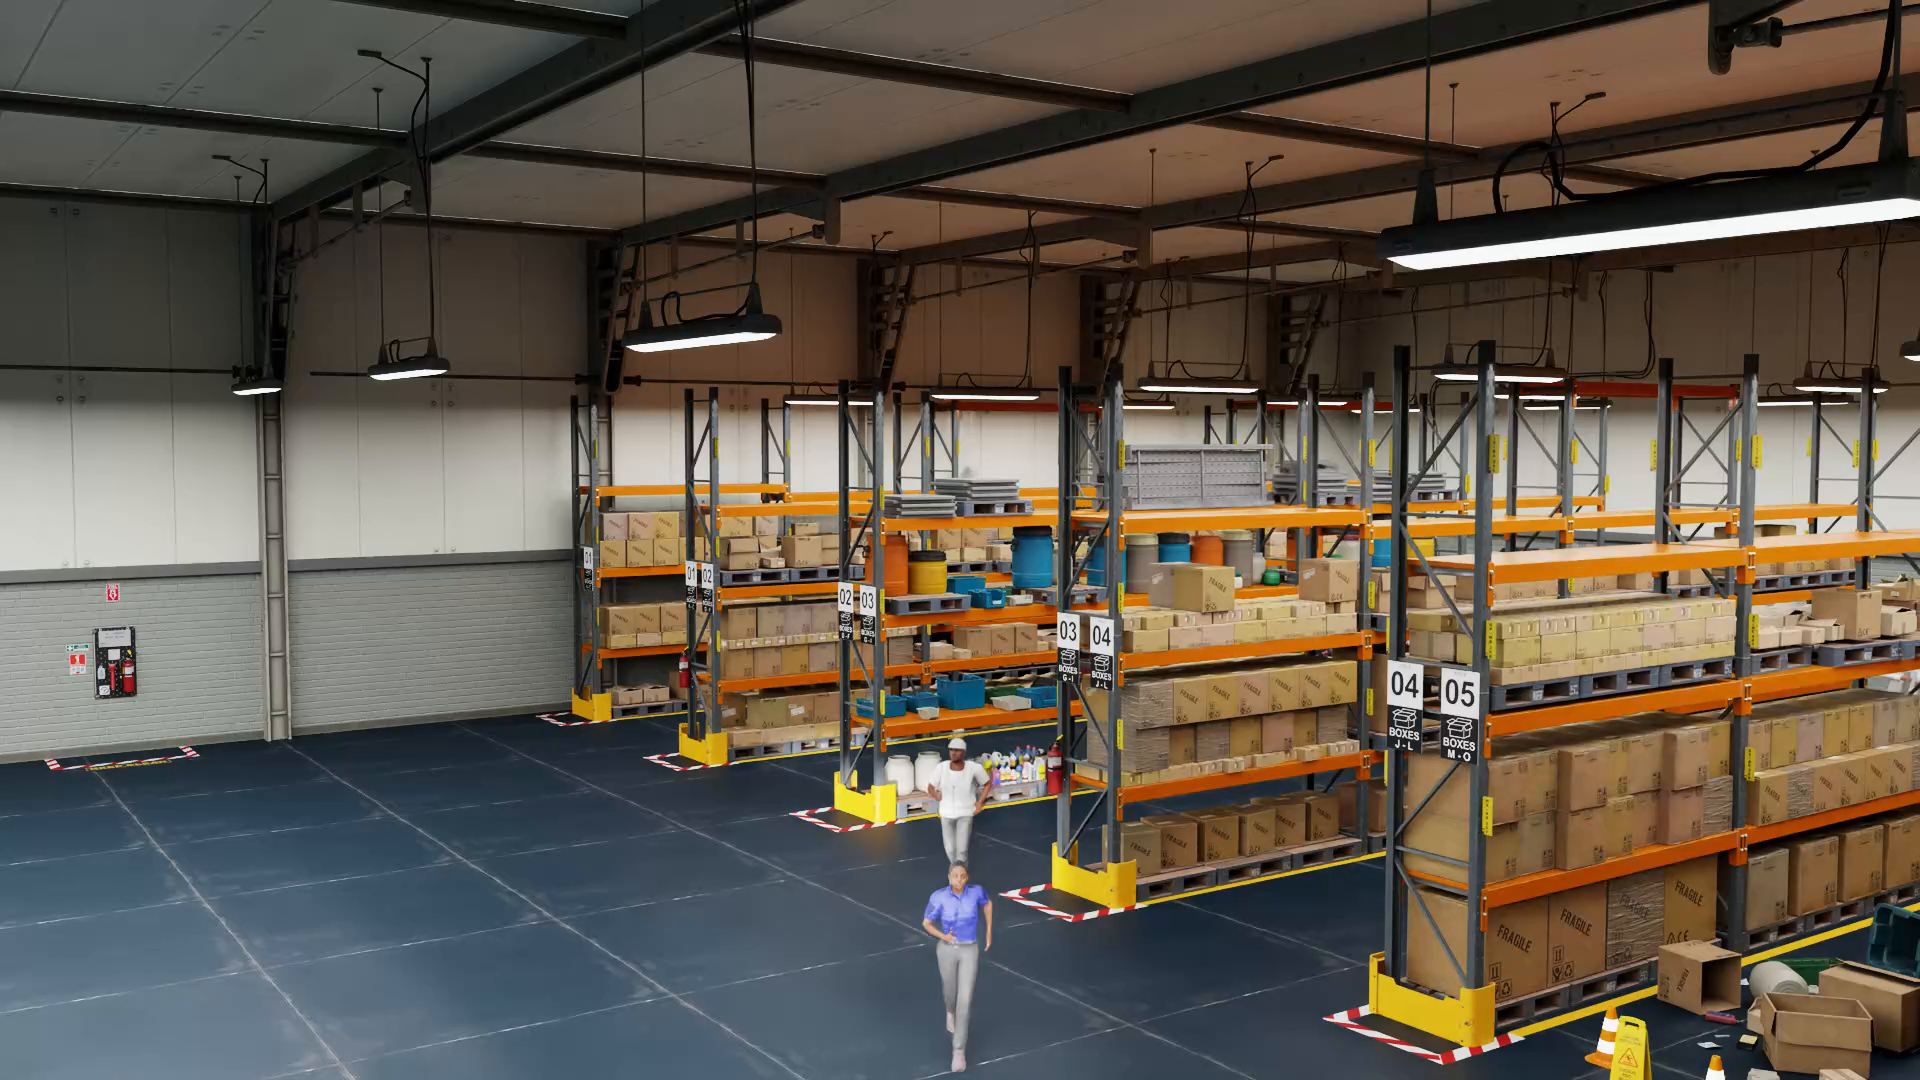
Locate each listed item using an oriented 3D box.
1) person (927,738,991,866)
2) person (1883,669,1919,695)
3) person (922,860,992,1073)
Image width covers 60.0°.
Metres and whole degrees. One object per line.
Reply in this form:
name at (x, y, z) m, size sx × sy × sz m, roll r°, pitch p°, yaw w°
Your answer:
person at (-0.036, 3.135, 18.876) m, size 0.715 × 1.789 × 0.874 m, roll 1°, pitch 4°, yaw 14°
person at (16.156, 2.575, 28.450) m, size 0.706 × 1.752 × 0.716 m, roll 1°, pitch 3°, yaw 9°
person at (-0.019, 3.501, 14.016) m, size 0.600 × 1.677 × 0.968 m, roll 0°, pitch 3°, yaw -3°
